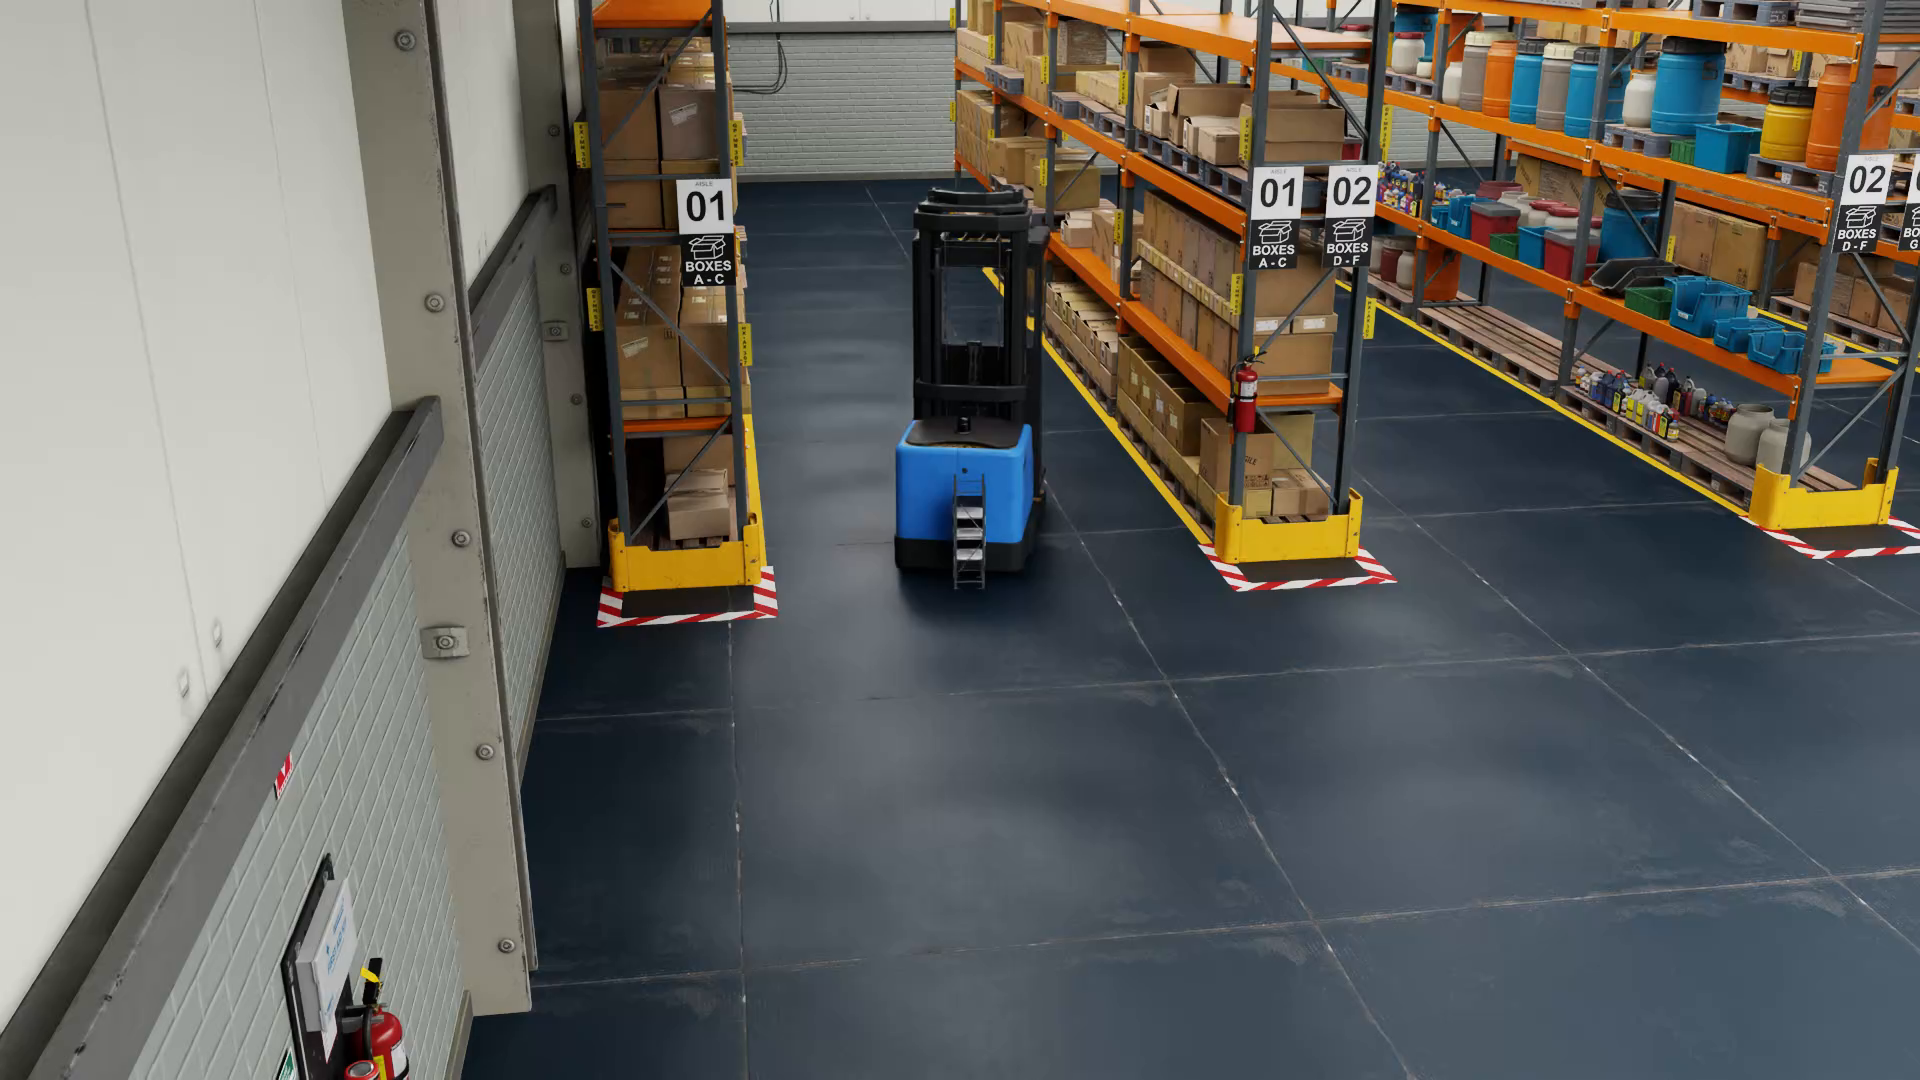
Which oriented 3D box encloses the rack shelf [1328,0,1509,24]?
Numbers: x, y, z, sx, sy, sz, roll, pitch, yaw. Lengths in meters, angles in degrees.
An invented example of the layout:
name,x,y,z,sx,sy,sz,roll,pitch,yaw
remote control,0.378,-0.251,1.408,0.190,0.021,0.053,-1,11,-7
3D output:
name,x,y,z,sx,sy,sz,roll,pitch,yaw
rack shelf,6.185,-7.303,22.507,1.077,0.370,4.000,-3,21,-8

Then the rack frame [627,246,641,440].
name,x,y,z,sx,sy,sz,roll,pitch,yaw
rack frame,-2.753,-2.439,16.461,1.000,3.000,0.127,-3,21,-8

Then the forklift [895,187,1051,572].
name,x,y,z,sx,sy,sz,roll,pitch,yaw
forklift,0.183,-1.595,14.298,1.130,2.935,3.031,3,21,7

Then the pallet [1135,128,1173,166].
name,x,y,z,sx,sy,sz,roll,pitch,yaw
pallet,2.297,-3.760,15.836,1.003,0.211,1.213,-3,21,-8

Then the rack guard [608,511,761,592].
name,x,y,z,sx,sy,sz,roll,pitch,yaw
rack guard,-2.188,0.090,13.260,1.175,0.500,0.348,-3,21,-8

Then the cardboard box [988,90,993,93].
name,x,y,z,sx,sy,sz,roll,pitch,yaw
cardboard box,0.754,-7.220,27.689,0.500,0.500,0.500,-3,21,-8

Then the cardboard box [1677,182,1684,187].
name,x,y,z,sx,sy,sz,roll,pitch,yaw
cardboard box,10.762,-5.486,24.476,0.500,0.500,0.500,-3,21,-9

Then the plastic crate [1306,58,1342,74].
name,x,y,z,sx,sy,sz,roll,pitch,yaw
plastic crate,5.537,-7.146,25.079,0.450,0.188,0.662,-3,21,-8

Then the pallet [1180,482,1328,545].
name,x,y,z,sx,sy,sz,roll,pitch,yaw
pallet,2.573,-0.262,14.616,1.003,0.211,1.213,-3,21,-8

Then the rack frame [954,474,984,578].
name,x,y,z,sx,sy,sz,roll,pitch,yaw
rack frame,0.070,-0.106,13.170,0.240,0.900,0.006,0,25,-1

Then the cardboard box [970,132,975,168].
name,x,y,z,sx,sy,sz,roll,pitch,yaw
cardboard box,0.441,-6.200,26.386,0.500,0.500,0.500,-3,21,-7

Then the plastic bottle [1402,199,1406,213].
name,x,y,z,sx,sy,sz,roll,pitch,yaw
plastic bottle,5.961,-4.470,22.182,0.097,0.201,0.097,0,20,0

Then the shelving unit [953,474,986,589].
name,x,y,z,sx,sy,sz,roll,pitch,yaw
shelving unit,0.073,-0.063,13.078,0.258,0.900,0.210,0,25,-1

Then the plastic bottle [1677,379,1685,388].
name,x,y,z,sx,sy,sz,roll,pitch,yaw
plastic bottle,7.521,-1.544,17.315,0.061,0.283,0.133,-2,21,-4

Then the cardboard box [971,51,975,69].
name,x,y,z,sx,sy,sz,roll,pitch,yaw
cardboard box,0.452,-7.470,25.857,0.500,0.250,0.500,-3,21,-8

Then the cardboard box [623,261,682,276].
name,x,y,z,sx,sy,sz,roll,pitch,yaw
cardboard box,-2.755,-2.204,14.945,0.500,0.500,0.500,-2,21,-6

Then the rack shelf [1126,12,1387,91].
name,x,y,z,sx,sy,sz,roll,pitch,yaw
rack shelf,2.436,-4.284,14.425,1.077,0.370,4.000,-3,21,-8

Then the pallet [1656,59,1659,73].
name,x,y,z,sx,sy,sz,roll,pitch,yaw
pallet,10.979,-6.959,24.549,0.805,0.209,1.217,-4,21,-10

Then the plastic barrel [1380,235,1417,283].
name,x,y,z,sx,sy,sz,roll,pitch,yaw
plastic barrel,6.223,-3.951,23.353,0.600,0.588,0.708,-3,21,-8

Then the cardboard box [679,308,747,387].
name,x,y,z,sx,sy,sz,roll,pitch,yaw
cardboard box,-1.948,-1.525,13.127,0.500,0.500,0.500,-3,21,-8

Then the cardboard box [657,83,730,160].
name,x,y,z,sx,sy,sz,roll,pitch,yaw
cardboard box,-1.992,-3.130,12.422,0.500,0.500,0.500,-4,21,-12

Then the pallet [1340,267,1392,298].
name,x,y,z,sx,sy,sz,roll,pitch,yaw
pallet,6.146,-3.710,23.848,1.003,0.211,1.213,-3,21,-8

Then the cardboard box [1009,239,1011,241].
name,x,y,z,sx,sy,sz,roll,pitch,yaw
cardboard box,0.967,-4.321,23.370,0.500,0.250,0.500,-3,21,-8

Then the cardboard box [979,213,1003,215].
name,x,y,z,sx,sy,sz,roll,pitch,yaw
cardboard box,0.719,-5.147,26.650,0.797,0.503,0.637,-3,21,-8

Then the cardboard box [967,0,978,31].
name,x,y,z,sx,sy,sz,roll,pitch,yaw
cardboard box,0.497,-8.411,26.591,0.700,0.500,0.500,-3,21,-8

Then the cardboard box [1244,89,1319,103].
name,x,y,z,sx,sy,sz,roll,pitch,yaw
cardboard box,2.756,-3.609,14.361,0.500,0.500,0.500,-3,21,-8

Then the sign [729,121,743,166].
name,x,y,z,sx,sy,sz,roll,pitch,yaw
sign,-1.640,-2.897,12.148,0.100,0.325,0.005,-3,21,-8

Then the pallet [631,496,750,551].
name,x,y,z,sx,sy,sz,roll,pitch,yaw
pallet,-2.270,-0.058,14.069,1.003,0.211,1.213,-3,21,-8

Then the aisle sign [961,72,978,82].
name,x,y,z,sx,sy,sz,roll,pitch,yaw
aisle sign,0.118,-8.072,27.826,0.394,0.787,0.004,-3,21,-8

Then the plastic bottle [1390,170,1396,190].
name,x,y,z,sx,sy,sz,roll,pitch,yaw
plastic bottle,6.278,-5.215,24.075,0.097,0.271,0.097,0,20,0

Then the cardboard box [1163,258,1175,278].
name,x,y,z,sx,sy,sz,roll,pitch,yaw
cardboard box,2.143,-2.585,15.780,0.380,0.149,0.250,-4,21,-10

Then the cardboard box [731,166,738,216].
name,x,y,z,sx,sy,sz,roll,pitch,yaw
cardboard box,-2.020,-2.832,13.053,0.500,0.500,0.500,-2,21,-4

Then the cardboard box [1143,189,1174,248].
name,x,y,z,sx,sy,sz,roll,pitch,yaw
cardboard box,2.218,-3.192,16.478,0.700,0.500,0.500,-3,21,-7

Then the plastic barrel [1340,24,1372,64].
name,x,y,z,sx,sy,sz,roll,pitch,yaw
plastic barrel,5.725,-7.180,24.071,0.433,0.535,0.433,0,20,0

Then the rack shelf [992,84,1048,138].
name,x,y,z,sx,sy,sz,roll,pitch,yaw
rack shelf,1.283,-5.836,22.296,1.077,0.370,4.000,-3,21,-8

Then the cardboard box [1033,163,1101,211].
name,x,y,z,sx,sy,sz,roll,pitch,yaw
cardboard box,1.369,-4.531,21.319,0.700,0.500,0.500,-10,23,-26

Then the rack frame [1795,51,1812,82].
name,x,y,z,sx,sy,sz,roll,pitch,yaw
rack frame,11.375,-7.384,21.126,1.000,3.000,0.127,-3,21,-8

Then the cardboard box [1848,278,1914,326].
name,x,y,z,sx,sy,sz,roll,pitch,yaw
cardboard box,11.672,-2.991,20.880,0.700,0.500,0.500,-1,21,-3

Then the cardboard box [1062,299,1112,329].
name,x,y,z,sx,sy,sz,roll,pitch,yaw
cardboard box,1.512,-2.693,19.666,0.500,0.311,0.500,-3,21,-9

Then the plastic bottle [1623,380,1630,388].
name,x,y,z,sx,sy,sz,roll,pitch,yaw
plastic bottle,6.896,-1.523,17.276,0.097,0.271,0.097,0,20,0

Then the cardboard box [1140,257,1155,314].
name,x,y,z,sx,sy,sz,roll,pitch,yaw
cardboard box,2.218,-2.584,16.705,0.700,0.500,0.500,-3,21,-9

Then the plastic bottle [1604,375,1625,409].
name,x,y,z,sx,sy,sz,roll,pitch,yaw
plastic bottle,6.783,-1.539,17.206,0.144,0.351,0.185,-4,21,-10

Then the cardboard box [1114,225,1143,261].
name,x,y,z,sx,sy,sz,roll,pitch,yaw
cardboard box,1.977,-3.187,18.318,0.500,0.500,0.500,-1,21,-4

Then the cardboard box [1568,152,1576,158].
name,x,y,z,sx,sy,sz,roll,pitch,yaw
cardboard box,10.244,-6.375,27.357,0.380,0.149,0.250,-3,21,-9

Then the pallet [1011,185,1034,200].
name,x,y,z,sx,sy,sz,roll,pitch,yaw
pallet,1.286,-4.659,22.677,1.003,0.211,1.213,-3,21,-8

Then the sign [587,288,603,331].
name,x,y,z,sx,sy,sz,roll,pitch,yaw
sign,-2.729,-1.724,12.438,0.100,0.325,0.005,-3,21,-8

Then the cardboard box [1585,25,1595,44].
name,x,y,z,sx,sy,sz,roll,pitch,yaw
cardboard box,10.618,-8.297,26.970,0.700,0.500,0.500,-2,21,-5

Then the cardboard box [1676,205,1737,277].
name,x,y,z,sx,sy,sz,roll,pitch,yaw
cardboard box,11.175,-4.324,23.943,1.225,0.875,0.875,-3,21,-8

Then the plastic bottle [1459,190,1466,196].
name,x,y,z,sx,sy,sz,roll,pitch,yaw
plastic bottle,6.729,-4.552,22.282,0.061,0.283,0.133,-3,21,-8

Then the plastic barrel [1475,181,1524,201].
name,x,y,z,sx,sy,sz,roll,pitch,yaw
plastic barrel,6.840,-4.242,21.093,0.600,0.536,0.708,-3,21,-8

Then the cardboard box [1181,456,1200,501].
name,x,y,z,sx,sy,sz,roll,pitch,yaw
cardboard box,2.271,-0.558,14.752,0.500,0.250,0.500,-3,21,-8

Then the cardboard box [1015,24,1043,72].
name,x,y,z,sx,sy,sz,roll,pitch,yaw
cardboard box,1.113,-6.748,22.822,0.600,0.600,0.600,-3,21,-8

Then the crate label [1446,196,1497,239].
name,x,y,z,sx,sy,sz,roll,pitch,yaw
crate label,6.349,-3.983,20.543,0.502,0.435,0.616,-3,21,-8

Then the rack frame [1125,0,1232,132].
name,x,y,z,sx,sy,sz,roll,pitch,yaw
rack frame,2.148,-5.501,16.083,1.000,3.000,0.127,-3,21,-8

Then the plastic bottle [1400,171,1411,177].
name,x,y,z,sx,sy,sz,roll,pitch,yaw
plastic bottle,6.418,-5.183,23.984,0.152,0.276,0.135,-3,21,-8
